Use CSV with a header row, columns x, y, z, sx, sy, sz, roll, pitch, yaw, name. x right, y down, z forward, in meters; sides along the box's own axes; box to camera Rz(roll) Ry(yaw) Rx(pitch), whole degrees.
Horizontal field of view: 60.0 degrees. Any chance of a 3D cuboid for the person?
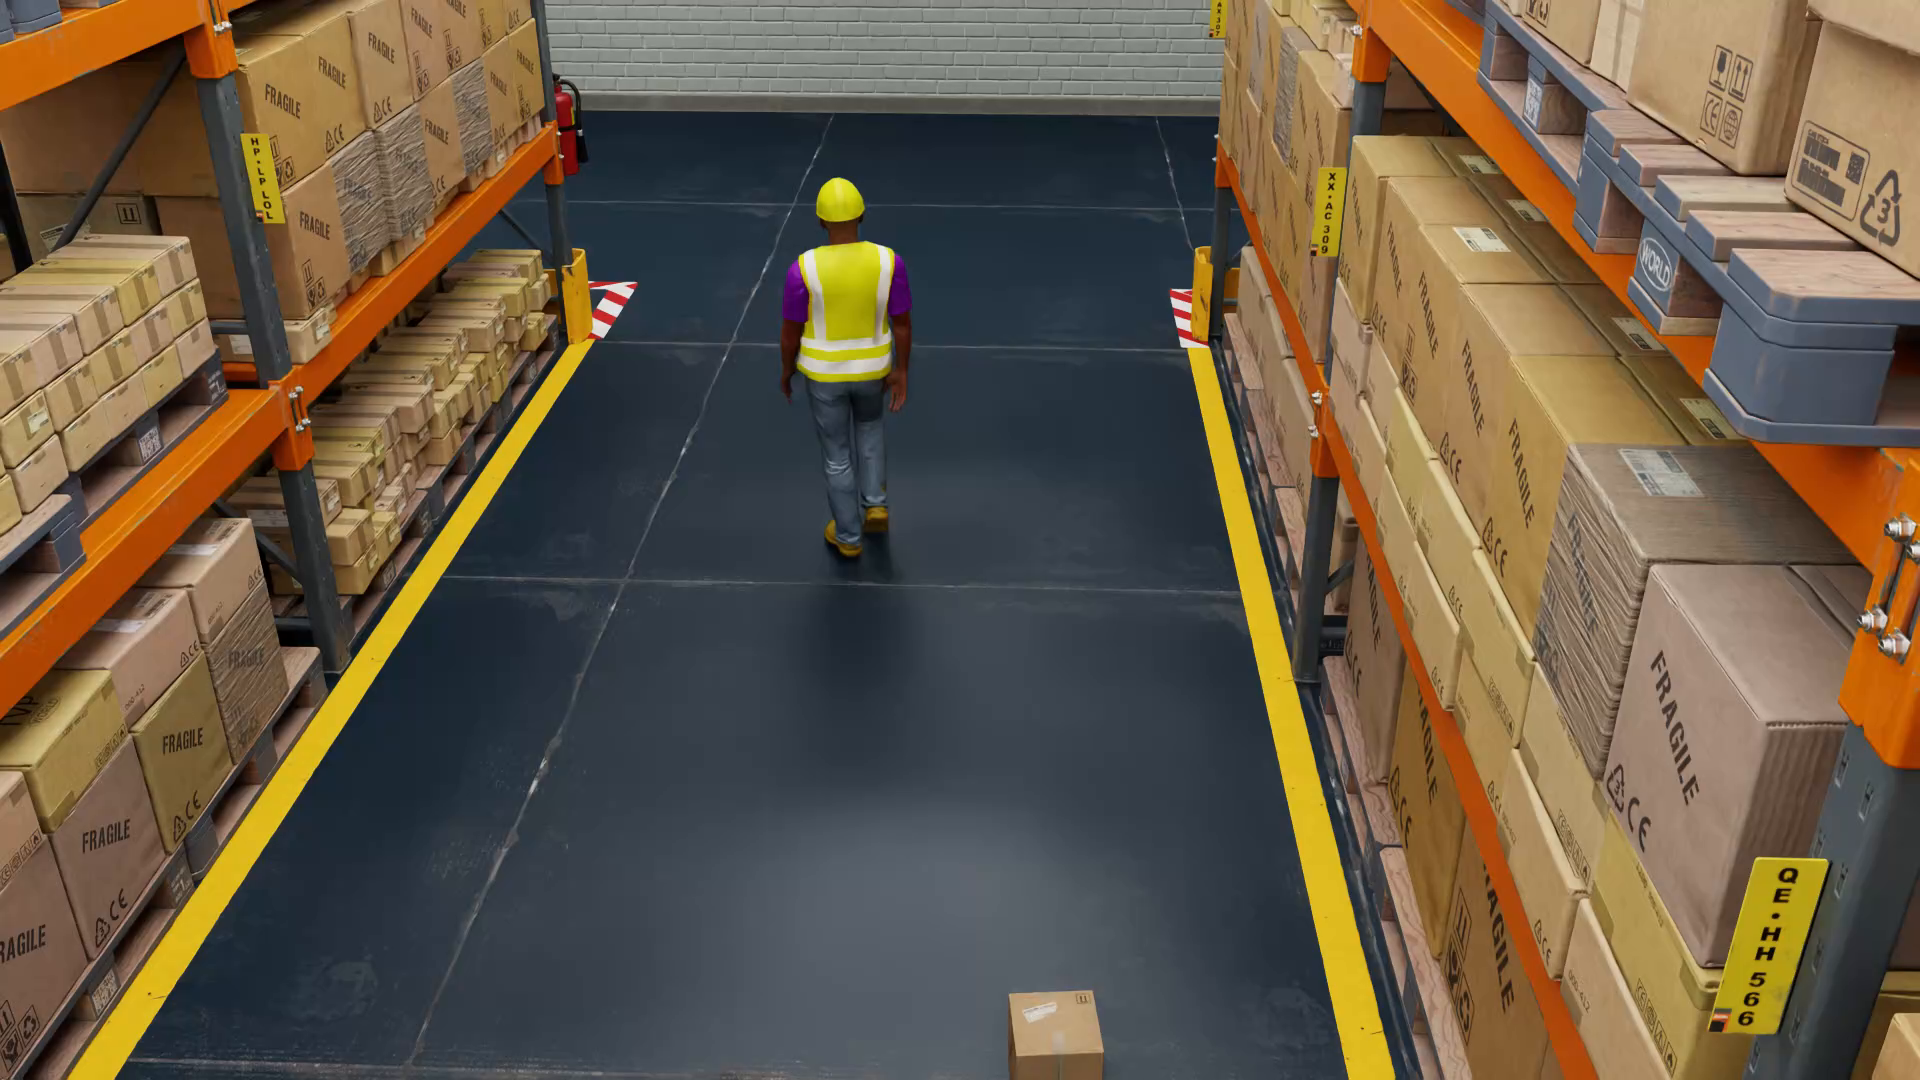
x,y,z,sx,sy,sz,roll,pitch,yaw,name
-0.532,-0.774,7.547,0.568,1.799,0.476,-9,29,-16,person
